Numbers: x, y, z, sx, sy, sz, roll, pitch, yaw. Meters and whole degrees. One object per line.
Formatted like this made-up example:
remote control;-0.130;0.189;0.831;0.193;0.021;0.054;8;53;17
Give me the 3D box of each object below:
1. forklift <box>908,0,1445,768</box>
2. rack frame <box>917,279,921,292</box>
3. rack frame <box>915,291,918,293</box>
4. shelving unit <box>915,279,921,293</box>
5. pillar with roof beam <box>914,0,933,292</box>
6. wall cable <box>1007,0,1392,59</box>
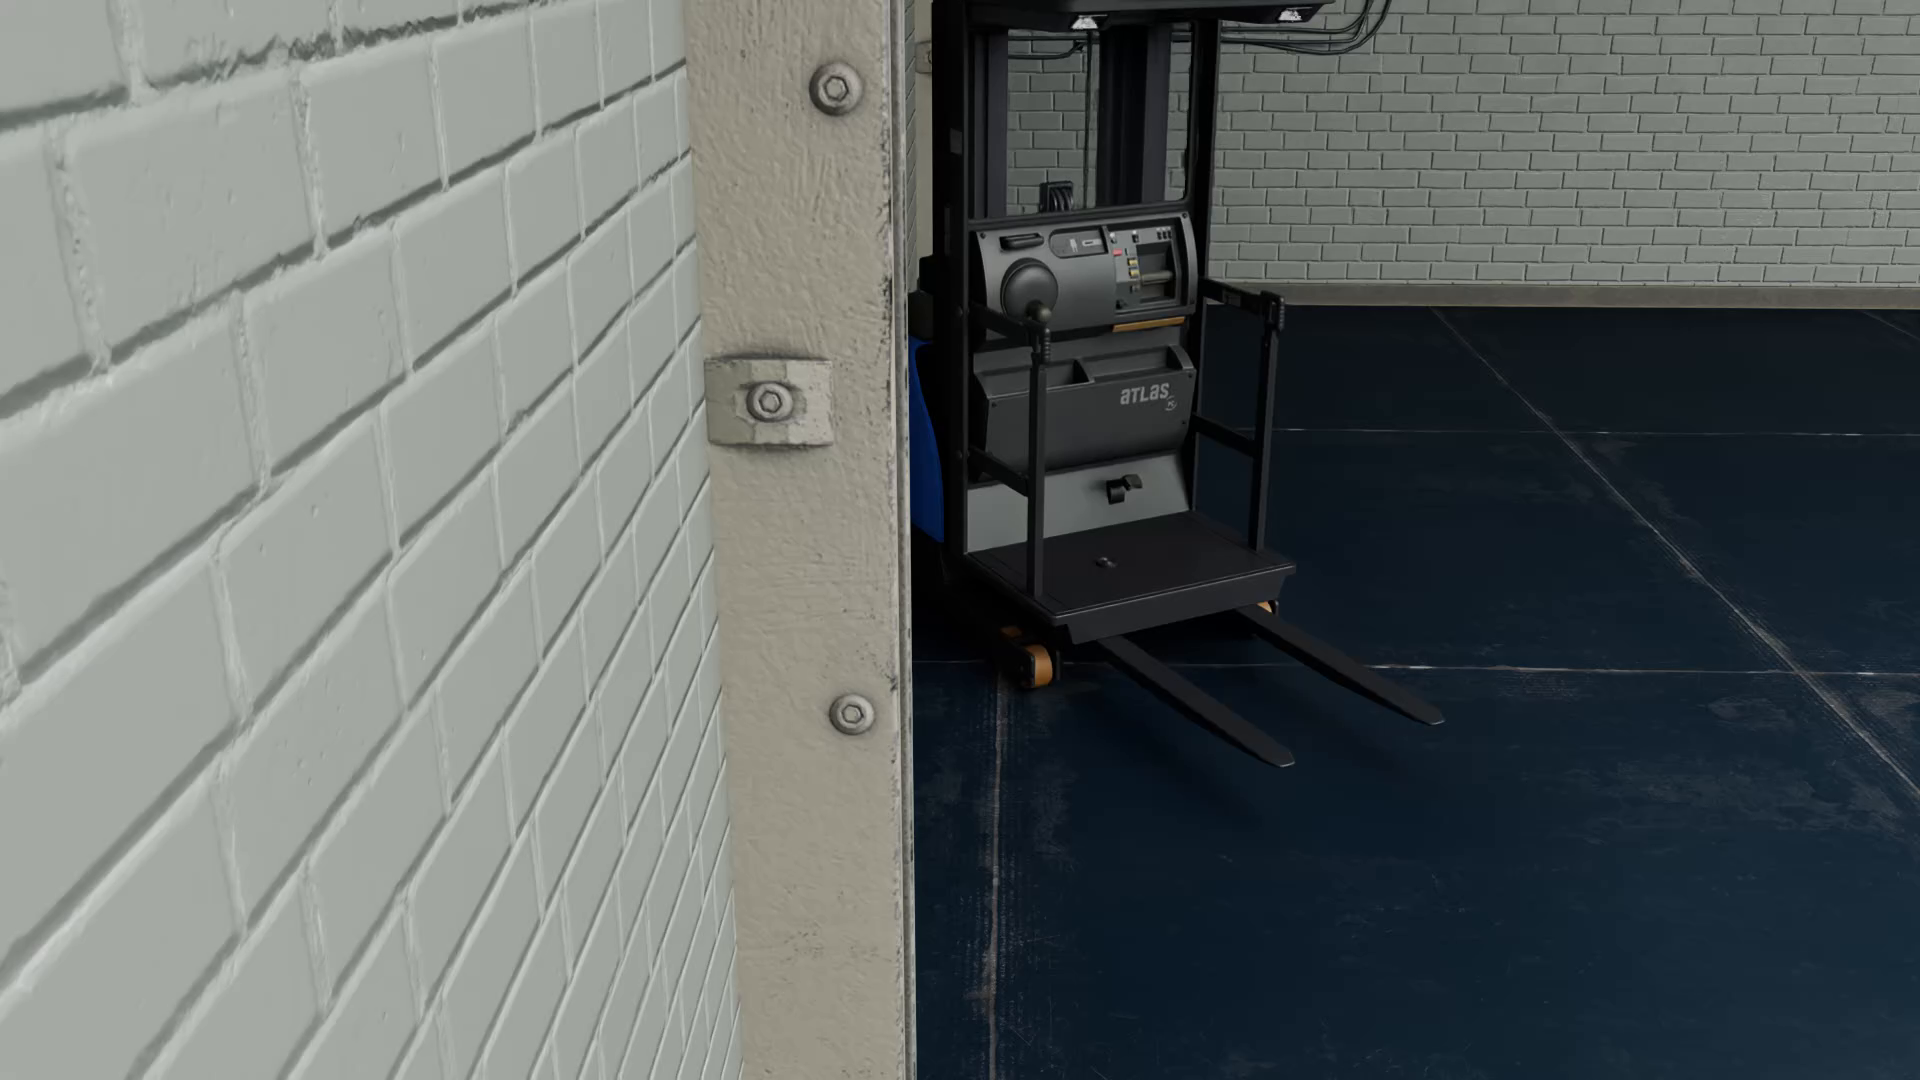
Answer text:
forklift;0.585;-1.002;6.060;1.130;2.935;3.031;-11;24;-25
rack frame;-0.101;-0.727;7.952;0.200;1.050;0.008;0;21;1
rack frame;-0.106;-0.639;7.724;0.200;1.050;0.008;0;21;1
shelving unit;-0.104;-0.683;7.838;0.215;1.050;0.252;0;21;1
pillar with roof beam;4.231;-4.771;7.384;9.100;9.000;0.400;1;21;2
wall cable;1.339;-4.421;10.776;3.097;2.526;0.112;1;21;2
